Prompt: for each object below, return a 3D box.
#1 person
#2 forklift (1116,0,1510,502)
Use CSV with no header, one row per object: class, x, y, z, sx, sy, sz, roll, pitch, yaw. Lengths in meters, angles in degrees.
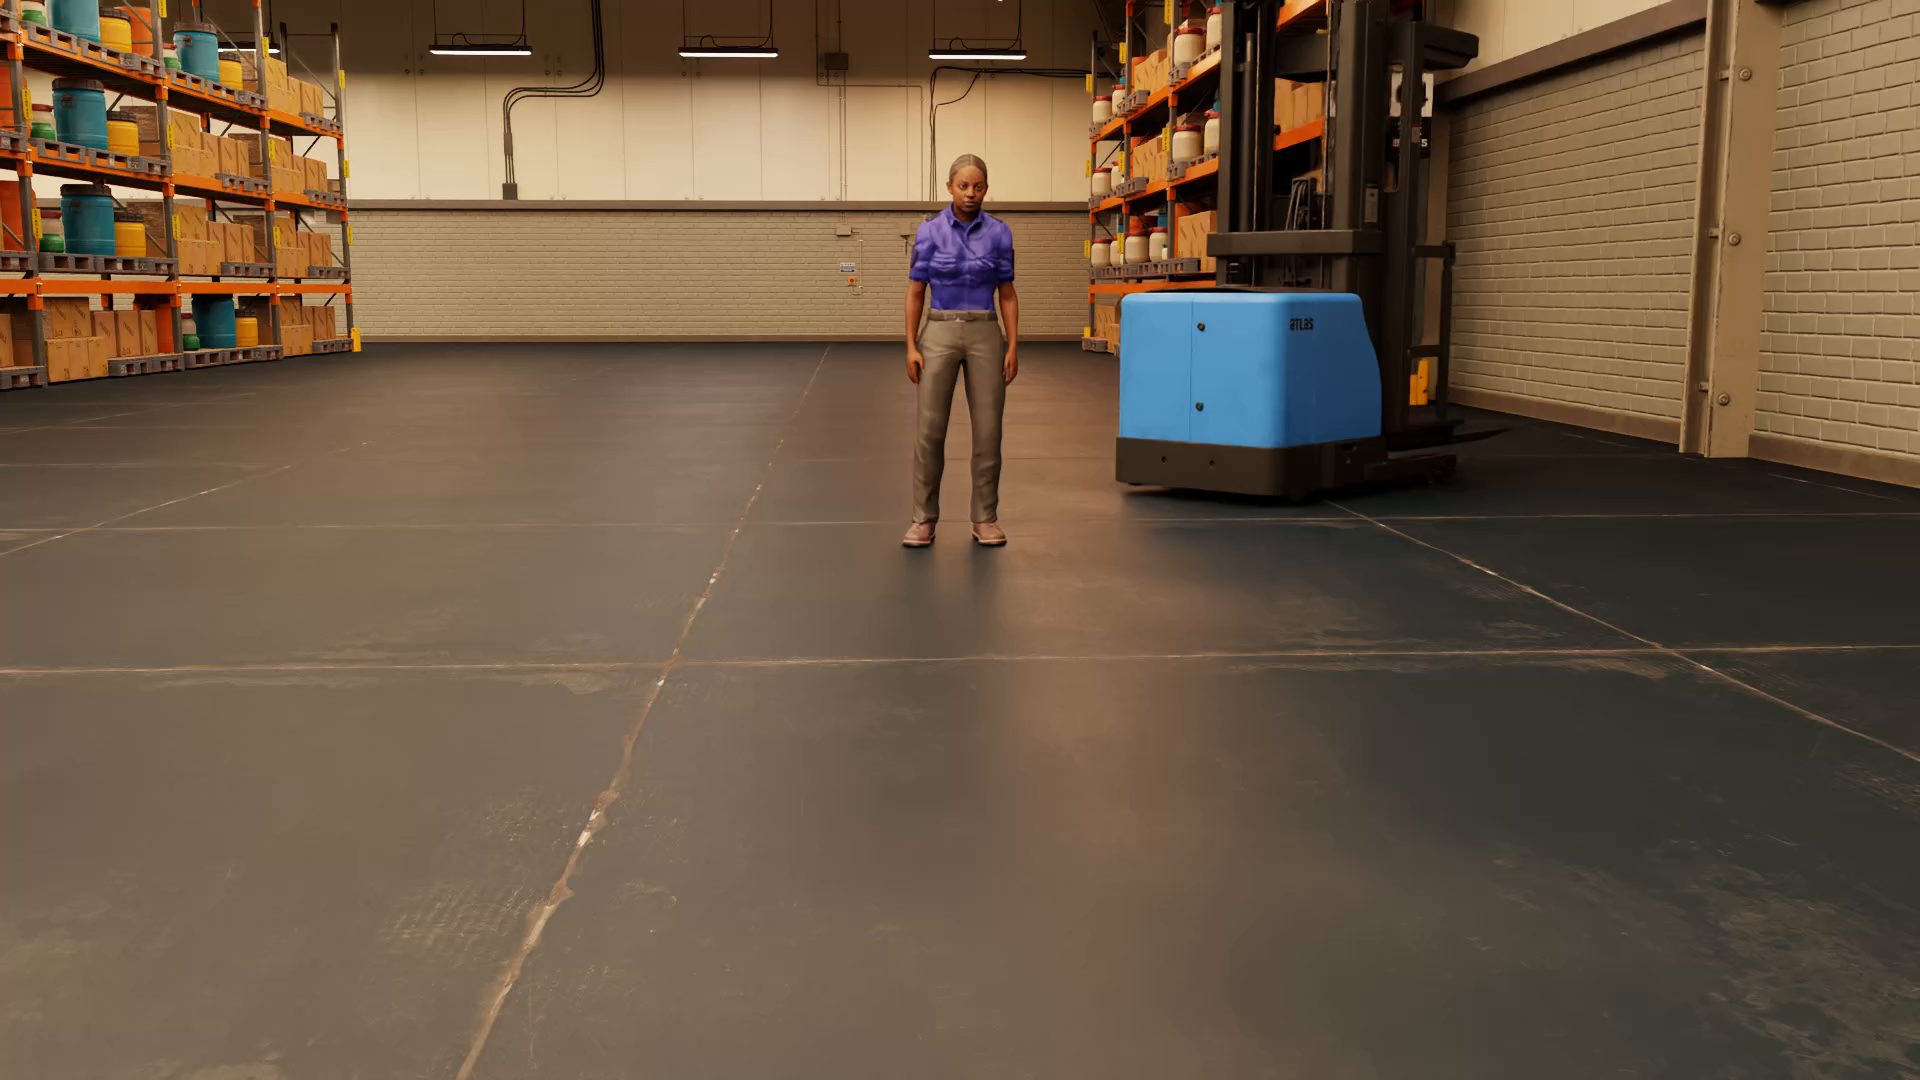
person,0.002,-0.811,7.150,0.513,1.654,0.349,-1,8,-5
forklift,2.215,-1.807,9.502,1.130,2.935,3.031,8,12,43
